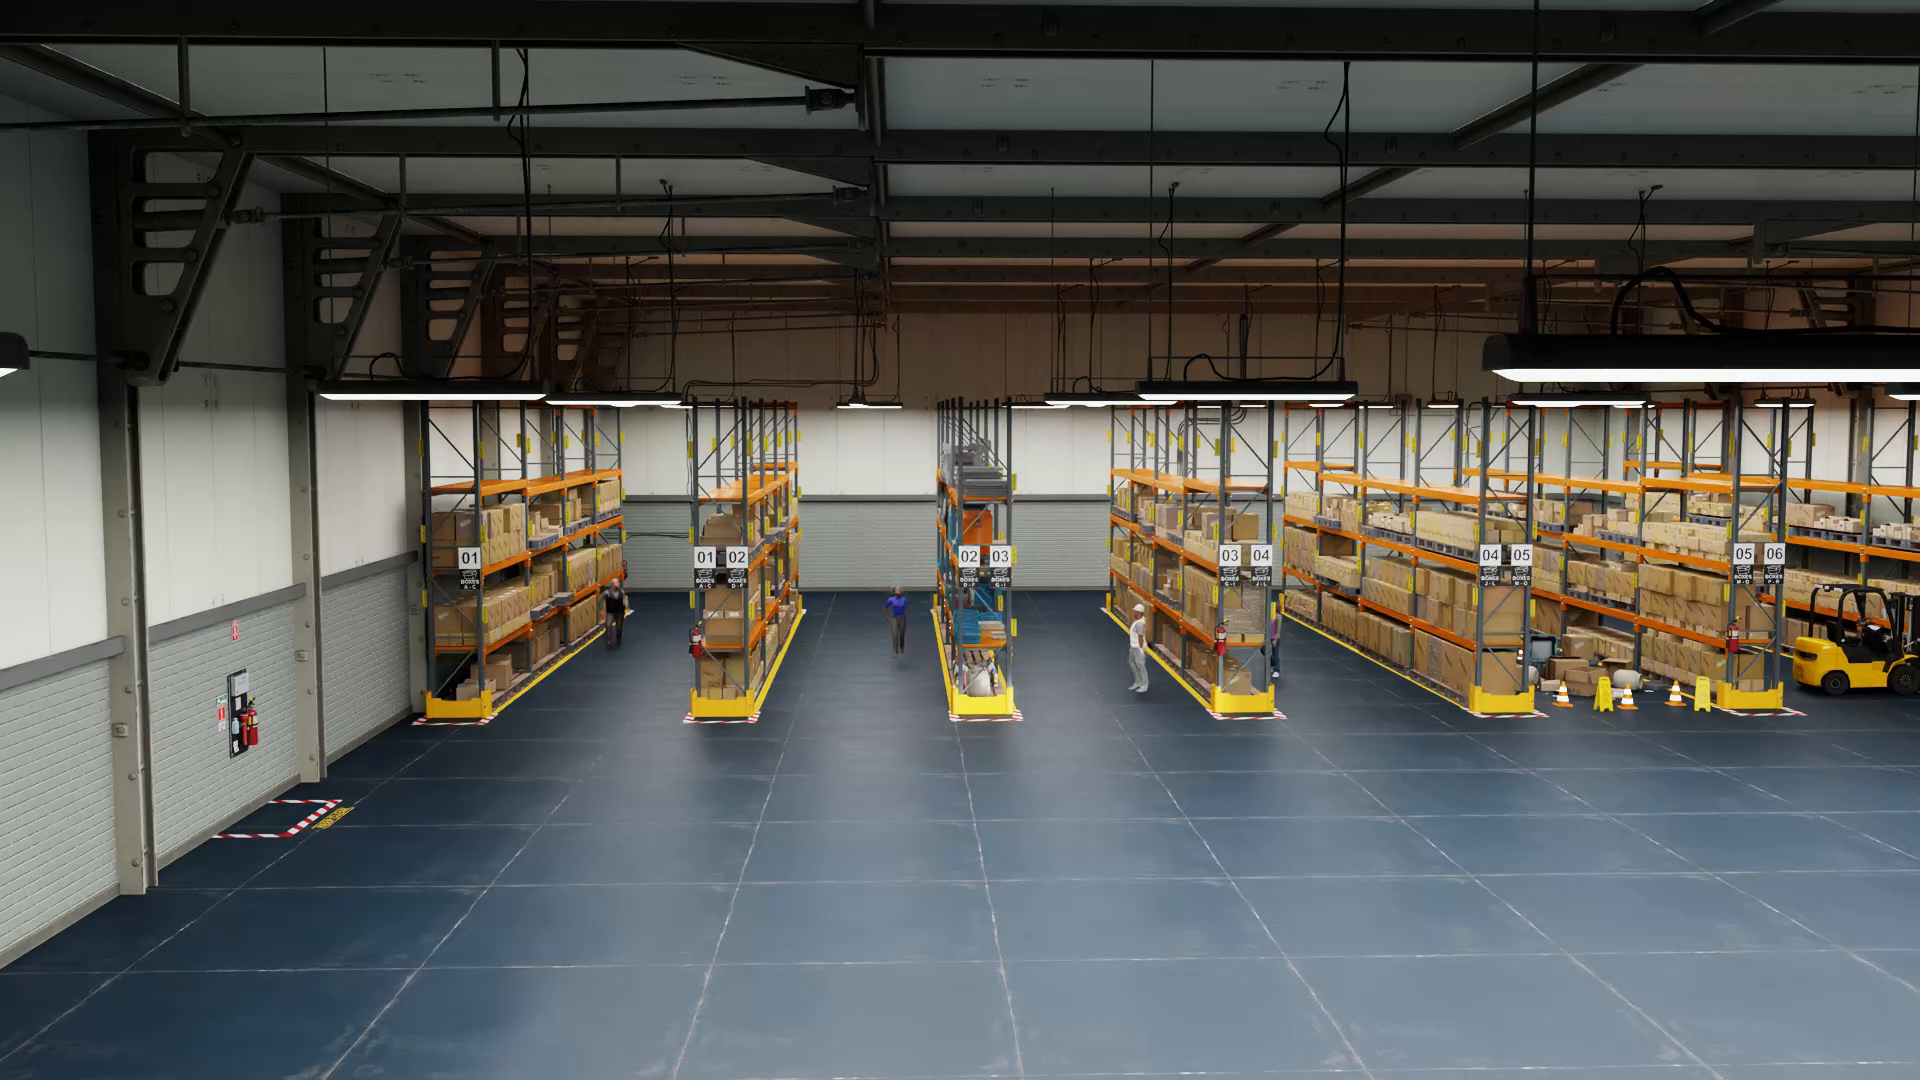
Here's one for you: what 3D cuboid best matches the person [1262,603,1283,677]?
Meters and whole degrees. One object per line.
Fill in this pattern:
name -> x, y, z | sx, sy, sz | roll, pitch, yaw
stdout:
person -> 6.793, 2.141, 35.999 | 0.394, 1.599, 0.507 | -3, 5, -30

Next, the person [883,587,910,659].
person -> -1.469, 1.886, 38.312 | 0.628, 1.585, 1.028 | 0, 4, 1

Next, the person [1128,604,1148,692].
person -> 3.639, 2.202, 33.988 | 0.383, 1.813, 0.702 | 0, 4, -4

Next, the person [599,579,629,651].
person -> -8.354, 1.786, 40.246 | 0.749, 1.705, 0.983 | 0, 4, -2
